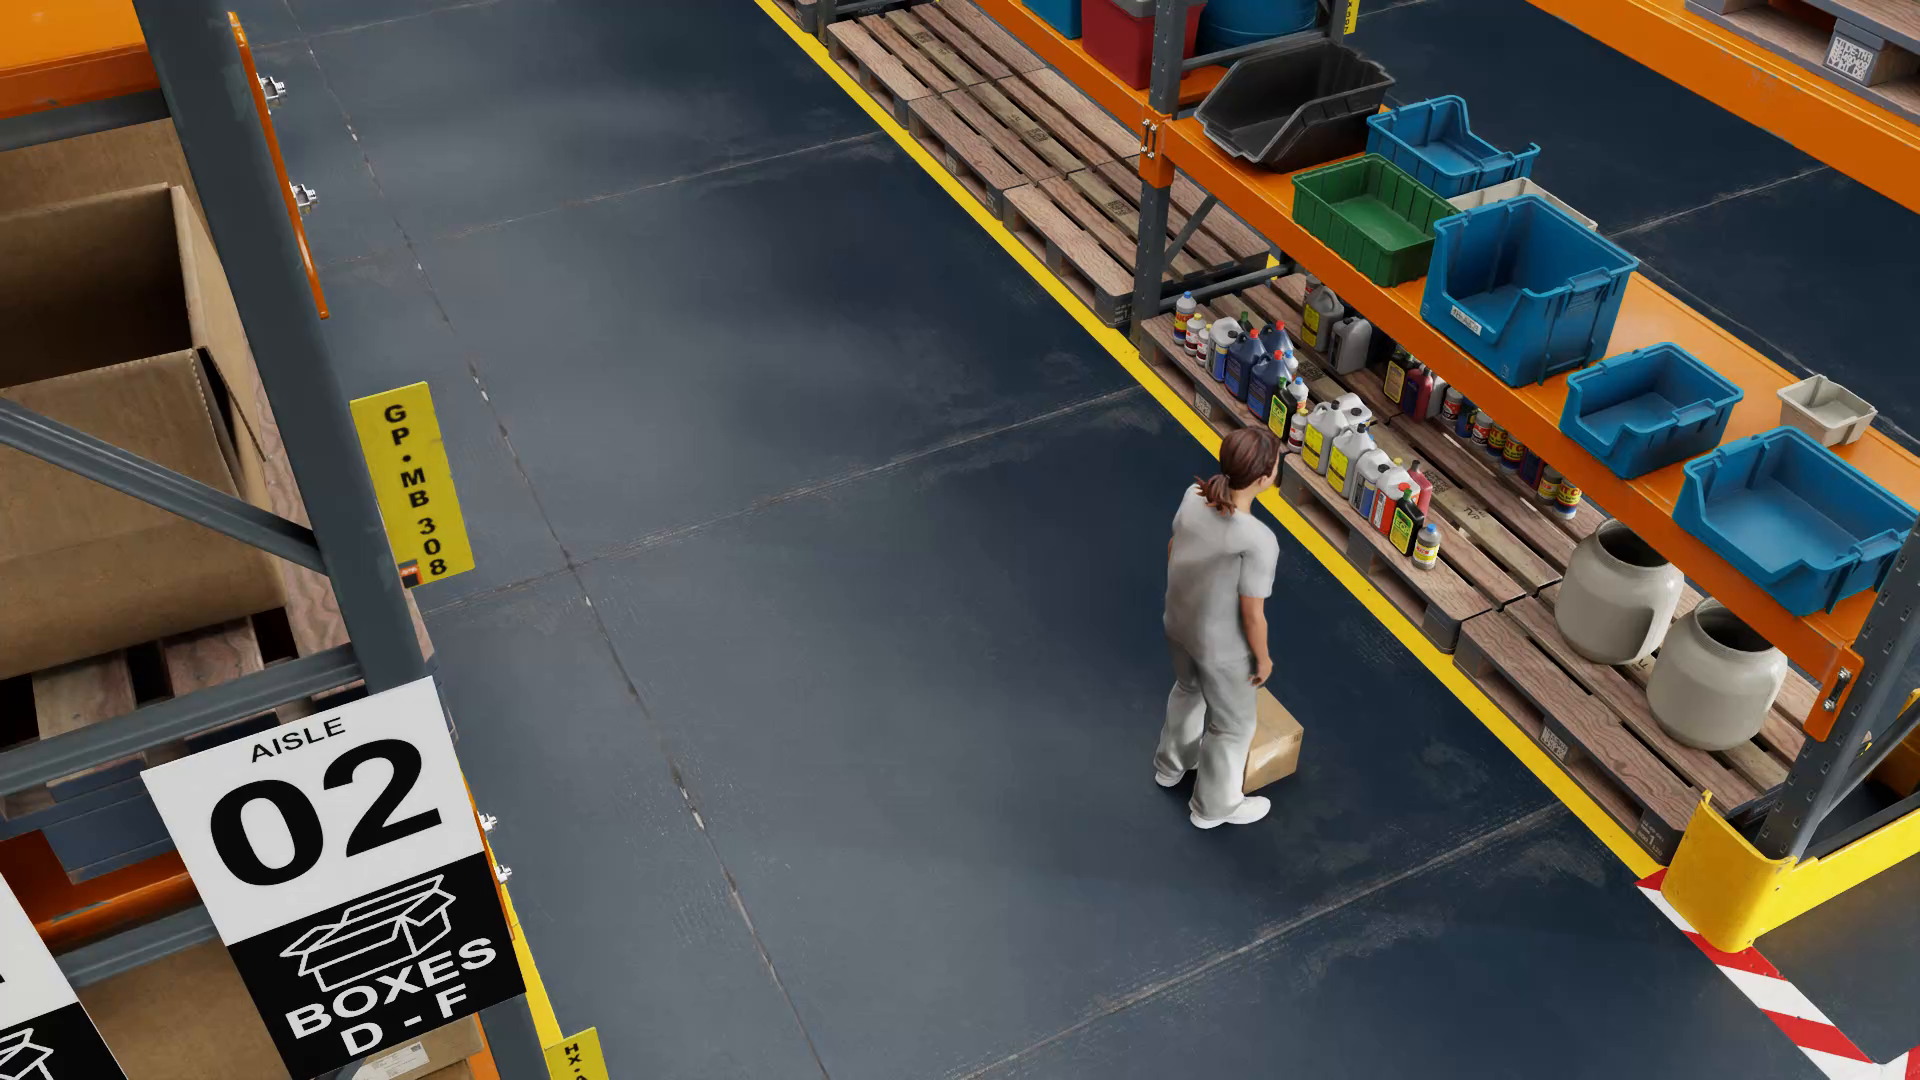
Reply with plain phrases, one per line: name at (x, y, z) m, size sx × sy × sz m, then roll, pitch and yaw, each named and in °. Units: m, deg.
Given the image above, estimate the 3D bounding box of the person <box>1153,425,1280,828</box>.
person at (0.906, 0.314, 5.804) m, size 0.363 × 1.671 × 0.514 m, roll -22°, pitch 46°, yaw -23°
